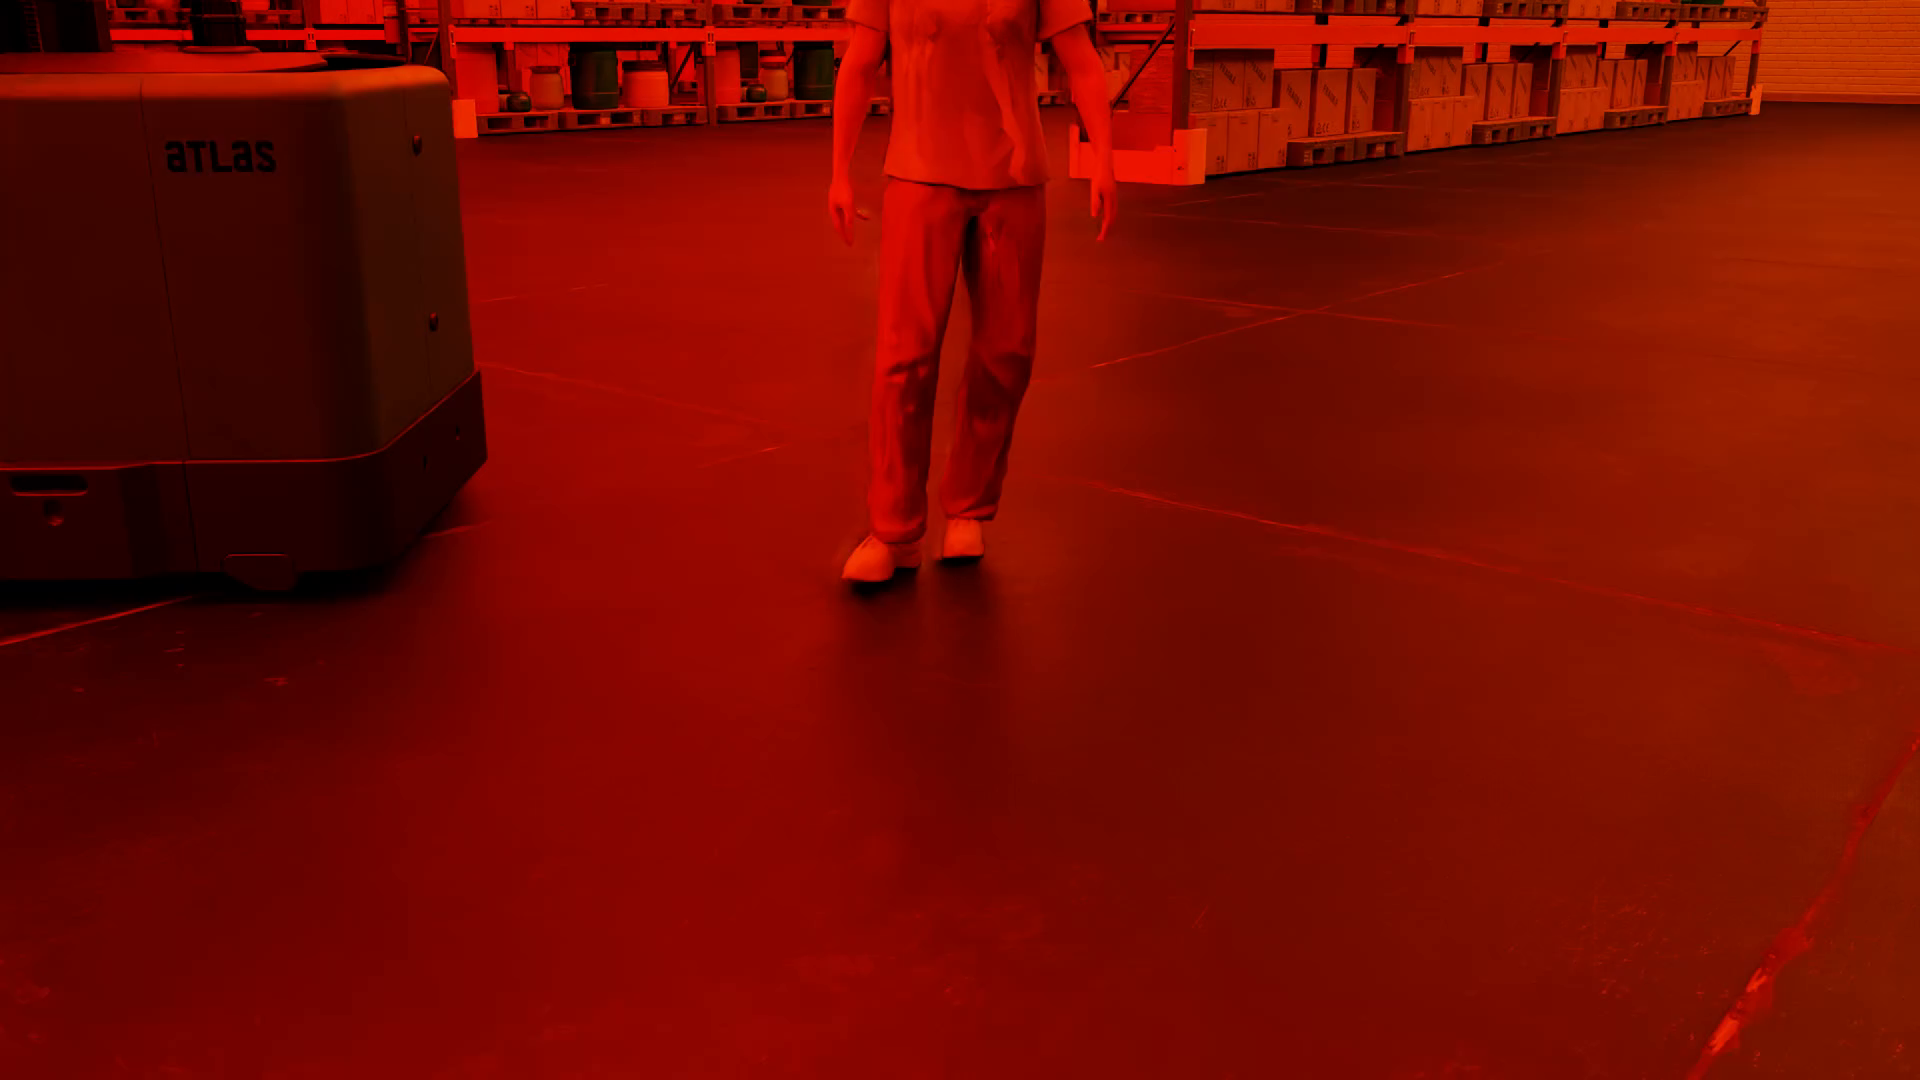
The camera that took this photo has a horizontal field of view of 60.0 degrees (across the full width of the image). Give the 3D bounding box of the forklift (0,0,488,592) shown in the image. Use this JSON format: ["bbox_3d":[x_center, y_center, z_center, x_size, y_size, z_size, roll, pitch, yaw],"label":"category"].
[{"bbox_3d":[-2.743,-1.402,3.514,3.031,2.935,1.130,-1,17,-2],"label":"forklift"}]

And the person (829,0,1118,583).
[{"bbox_3d":[0.015,-0.746,3.565,0.616,1.655,0.488,-3,17,-9],"label":"person"}]
